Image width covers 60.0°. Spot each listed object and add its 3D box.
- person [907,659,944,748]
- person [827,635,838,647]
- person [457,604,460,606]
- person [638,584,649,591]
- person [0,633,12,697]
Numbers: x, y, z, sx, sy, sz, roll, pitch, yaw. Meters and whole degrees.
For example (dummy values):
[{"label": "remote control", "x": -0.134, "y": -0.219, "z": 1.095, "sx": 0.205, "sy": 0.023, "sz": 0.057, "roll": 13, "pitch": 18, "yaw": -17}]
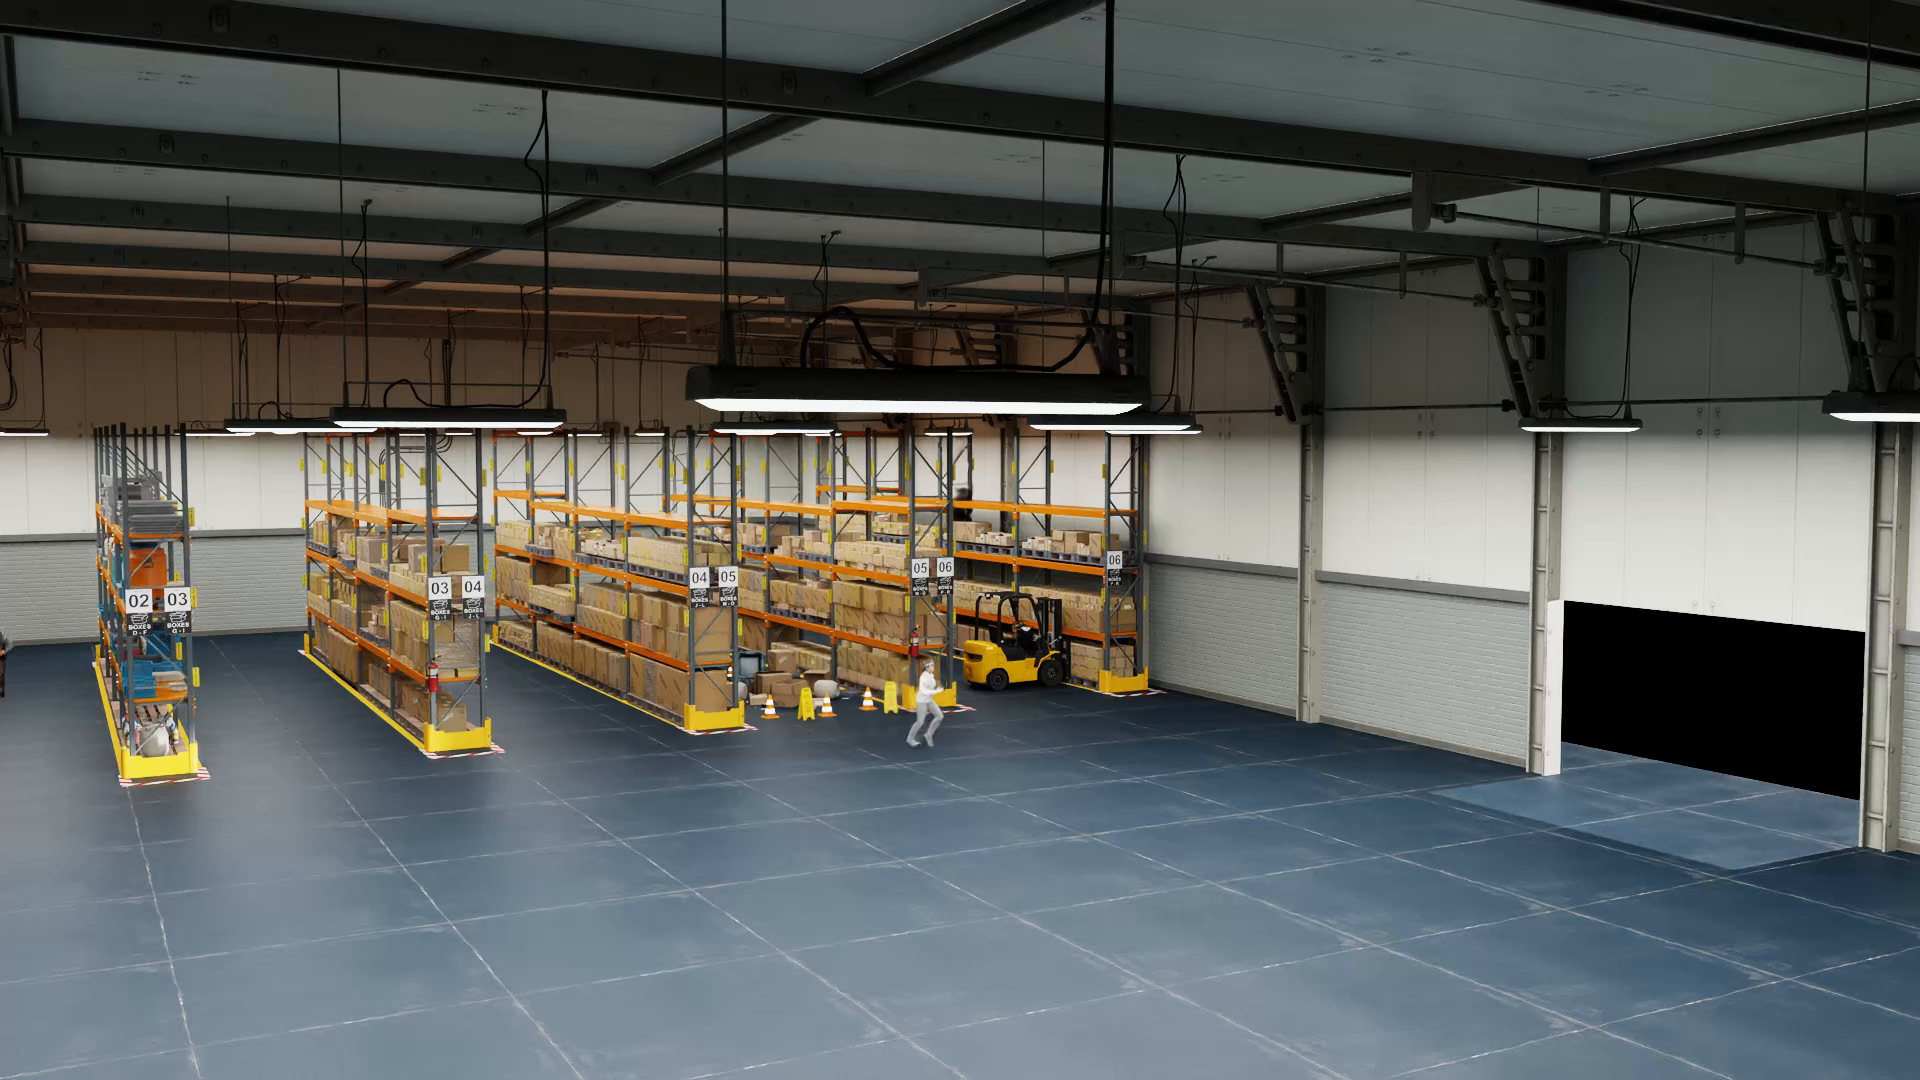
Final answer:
[{"label": "person", "x": -0.638, "y": 3.017, "z": 30.786, "sx": 0.782, "sy": 1.656, "sz": 0.642, "roll": 1, "pitch": 4, "yaw": 23}, {"label": "person", "x": -3.571, "y": 2.074, "z": 45.859, "sx": 0.687, "sy": 1.738, "sz": 0.551, "roll": -2, "pitch": 4, "yaw": -36}, {"label": "person", "x": -14.214, "y": 2.098, "z": 46.328, "sx": 0.610, "sy": 1.646, "sz": 0.856, "roll": 1, "pitch": 4, "yaw": 22}, {"label": "person", "x": -9.541, "y": 1.819, "z": 50.160, "sx": 0.687, "sy": 1.705, "sz": 0.611, "roll": -2, "pitch": 4, "yaw": -31}, {"label": "person", "x": -21.057, "y": 2.670, "z": 36.291, "sx": 0.665, "sy": 1.725, "sz": 0.803, "roll": -2, "pitch": 4, "yaw": -32}]
